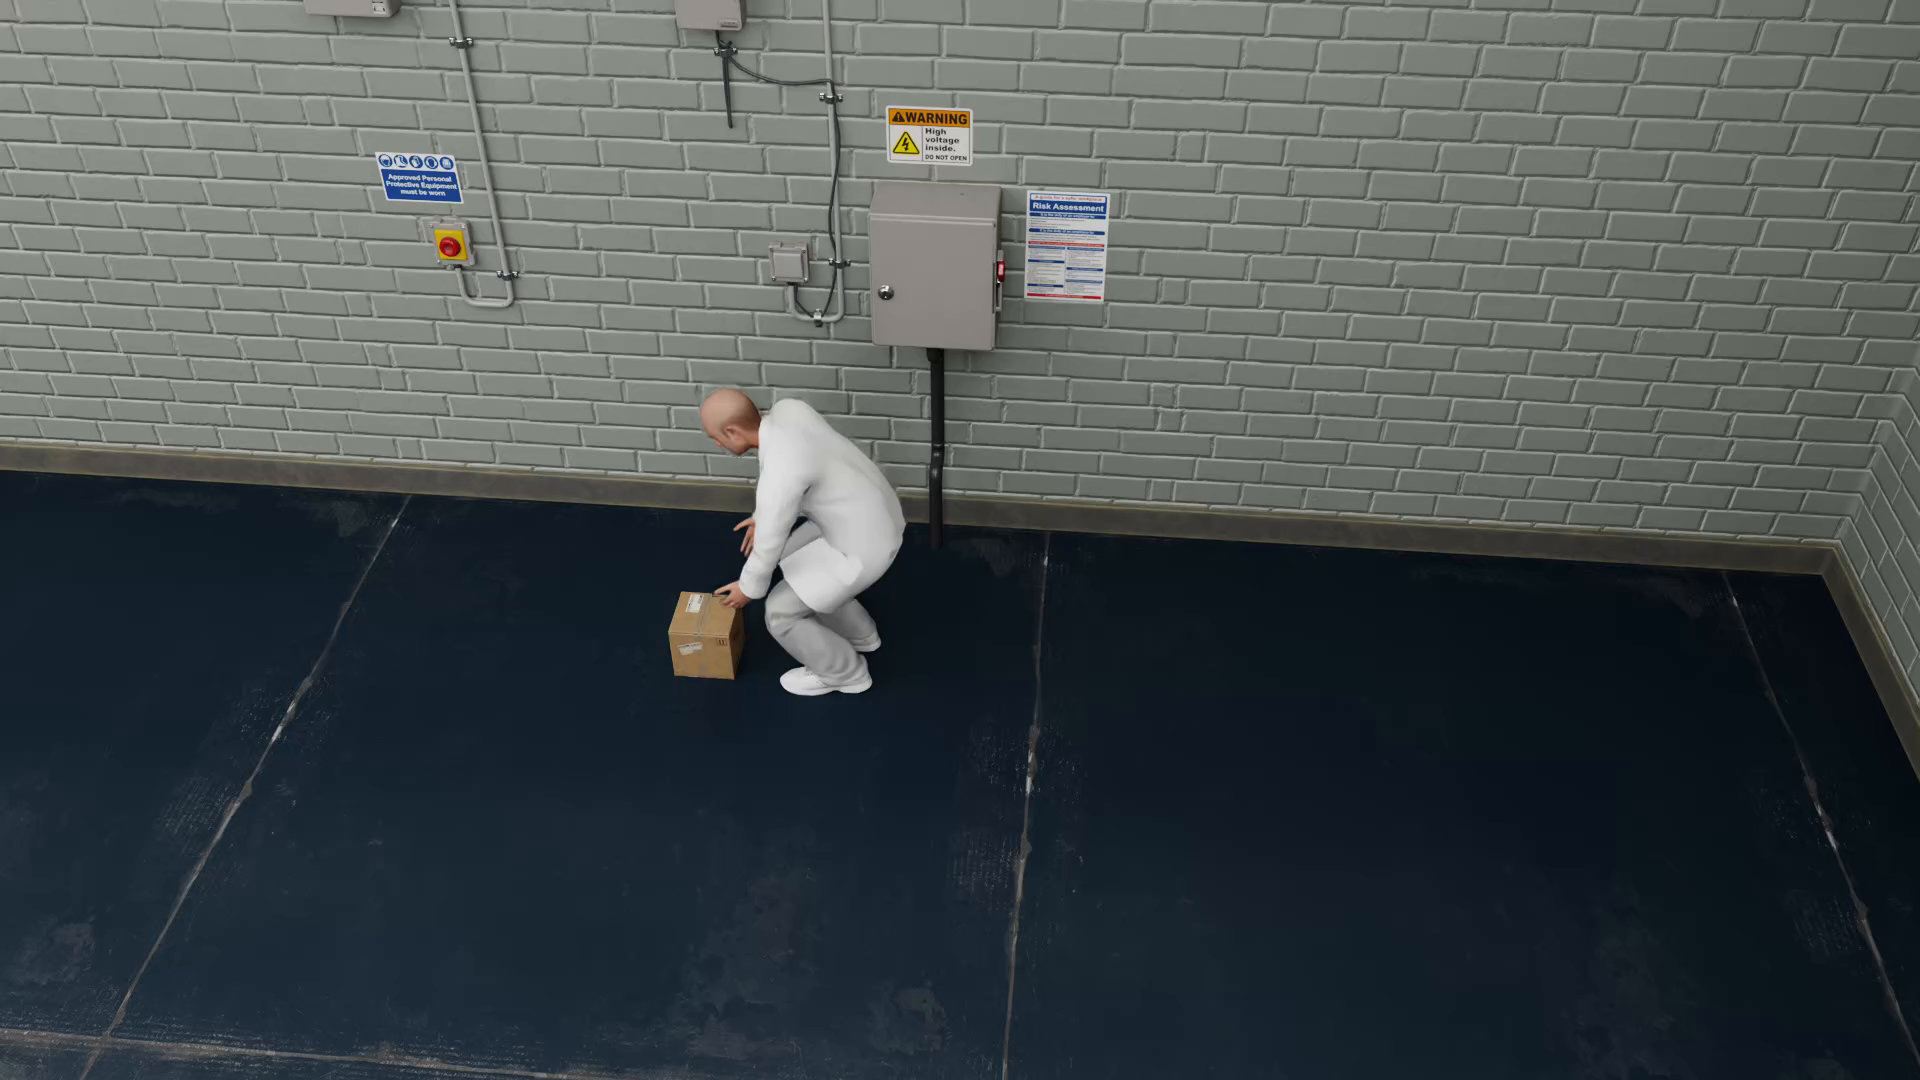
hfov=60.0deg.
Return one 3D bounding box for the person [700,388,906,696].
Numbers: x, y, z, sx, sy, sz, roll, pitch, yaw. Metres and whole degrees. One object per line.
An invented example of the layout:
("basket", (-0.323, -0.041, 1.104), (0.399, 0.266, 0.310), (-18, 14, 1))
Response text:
("person", (-0.584, 0.010, 6.471), (0.737, 1.380, 0.633), (3, 40, 4))
